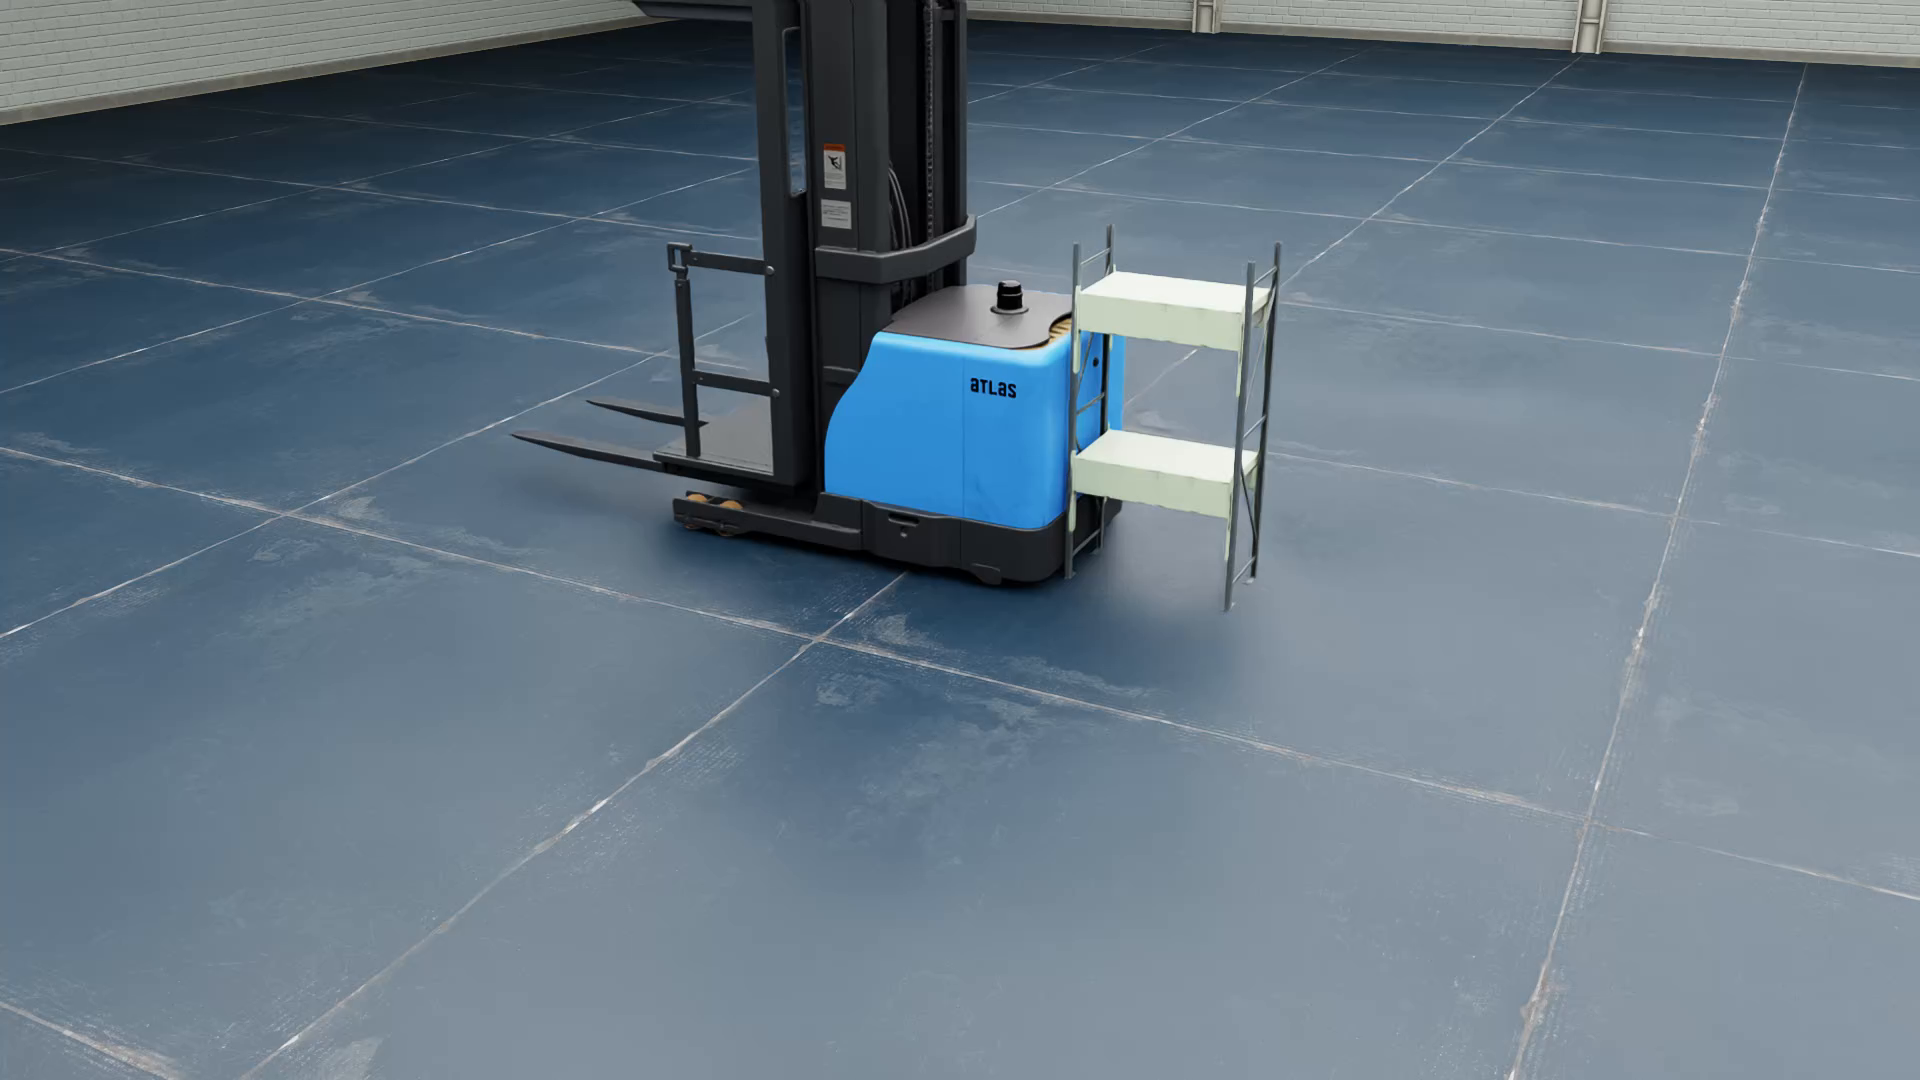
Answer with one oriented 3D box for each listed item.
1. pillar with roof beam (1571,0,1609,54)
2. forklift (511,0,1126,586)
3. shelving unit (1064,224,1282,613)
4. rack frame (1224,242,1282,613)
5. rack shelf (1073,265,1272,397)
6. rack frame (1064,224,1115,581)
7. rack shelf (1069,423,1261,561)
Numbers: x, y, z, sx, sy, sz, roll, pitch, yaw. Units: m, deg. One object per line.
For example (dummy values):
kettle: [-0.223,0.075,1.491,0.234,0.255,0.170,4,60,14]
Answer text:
pillar with roof beam: [7.483,-9.978,19.714,0.400,9.000,9.100,11,25,25]
forklift: [-0.783,-1.535,7.615,3.031,2.935,1.130,11,25,24]
shelving unit: [0.886,-0.518,7.051,0.755,1.500,0.431,11,25,24]
rack frame: [1.214,-0.454,6.900,0.023,1.500,0.400,11,25,24]
rack shelf: [0.886,-0.877,6.898,0.720,0.370,0.431,11,25,24]
rack frame: [0.559,-0.581,7.201,0.023,1.500,0.400,11,25,24]
rack shelf: [0.886,-0.218,7.178,0.720,0.370,0.431,11,25,24]
